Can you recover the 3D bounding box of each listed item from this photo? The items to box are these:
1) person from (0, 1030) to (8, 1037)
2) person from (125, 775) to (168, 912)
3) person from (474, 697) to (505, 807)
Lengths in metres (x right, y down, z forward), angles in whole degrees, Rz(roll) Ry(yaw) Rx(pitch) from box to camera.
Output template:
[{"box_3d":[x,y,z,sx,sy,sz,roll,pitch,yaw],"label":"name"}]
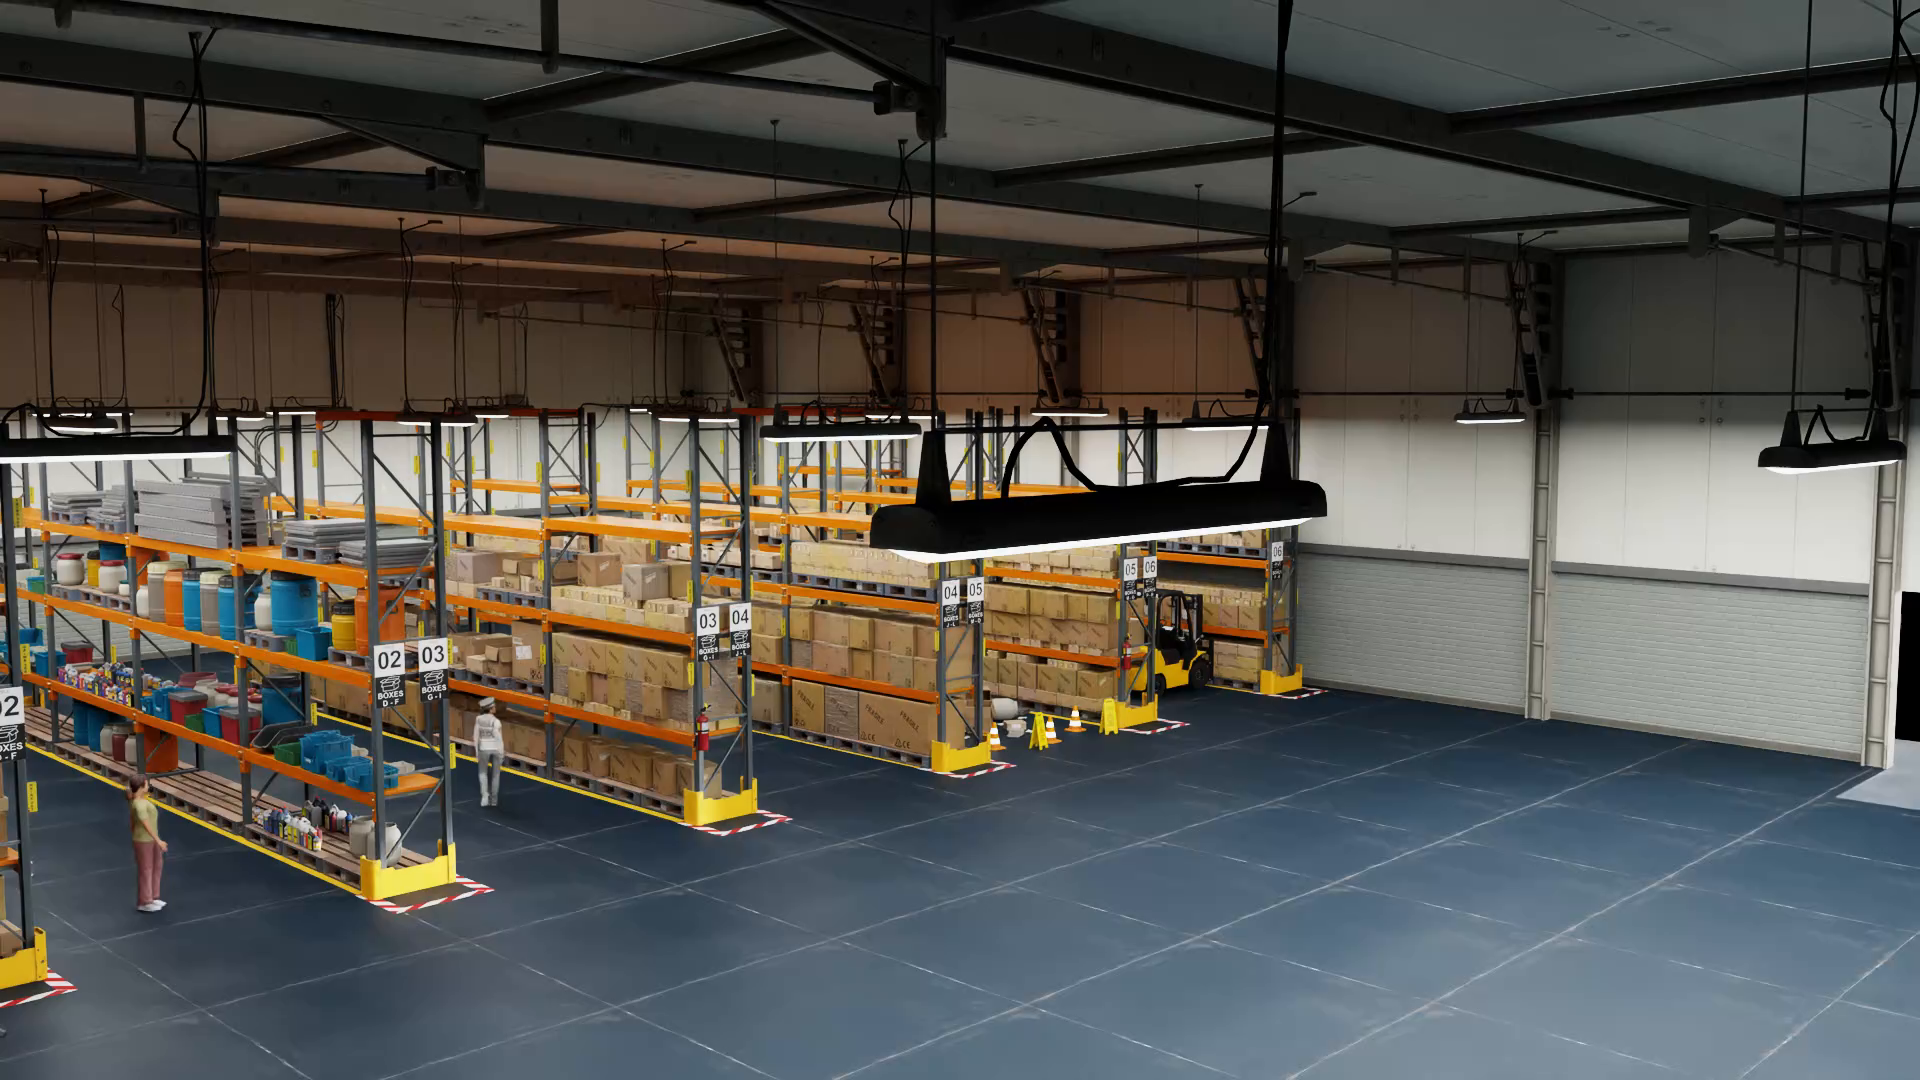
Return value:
[{"box_3d":[-9.863,4.030,16.128,1.106,1.729,0.524,1,5,14],"label":"person"},{"box_3d":[-9.931,3.711,20.355,0.519,1.708,0.500,-1,5,-10],"label":"person"},{"box_3d":[-7.185,3.233,25.362,0.462,1.681,0.505,-1,5,-12],"label":"person"}]
